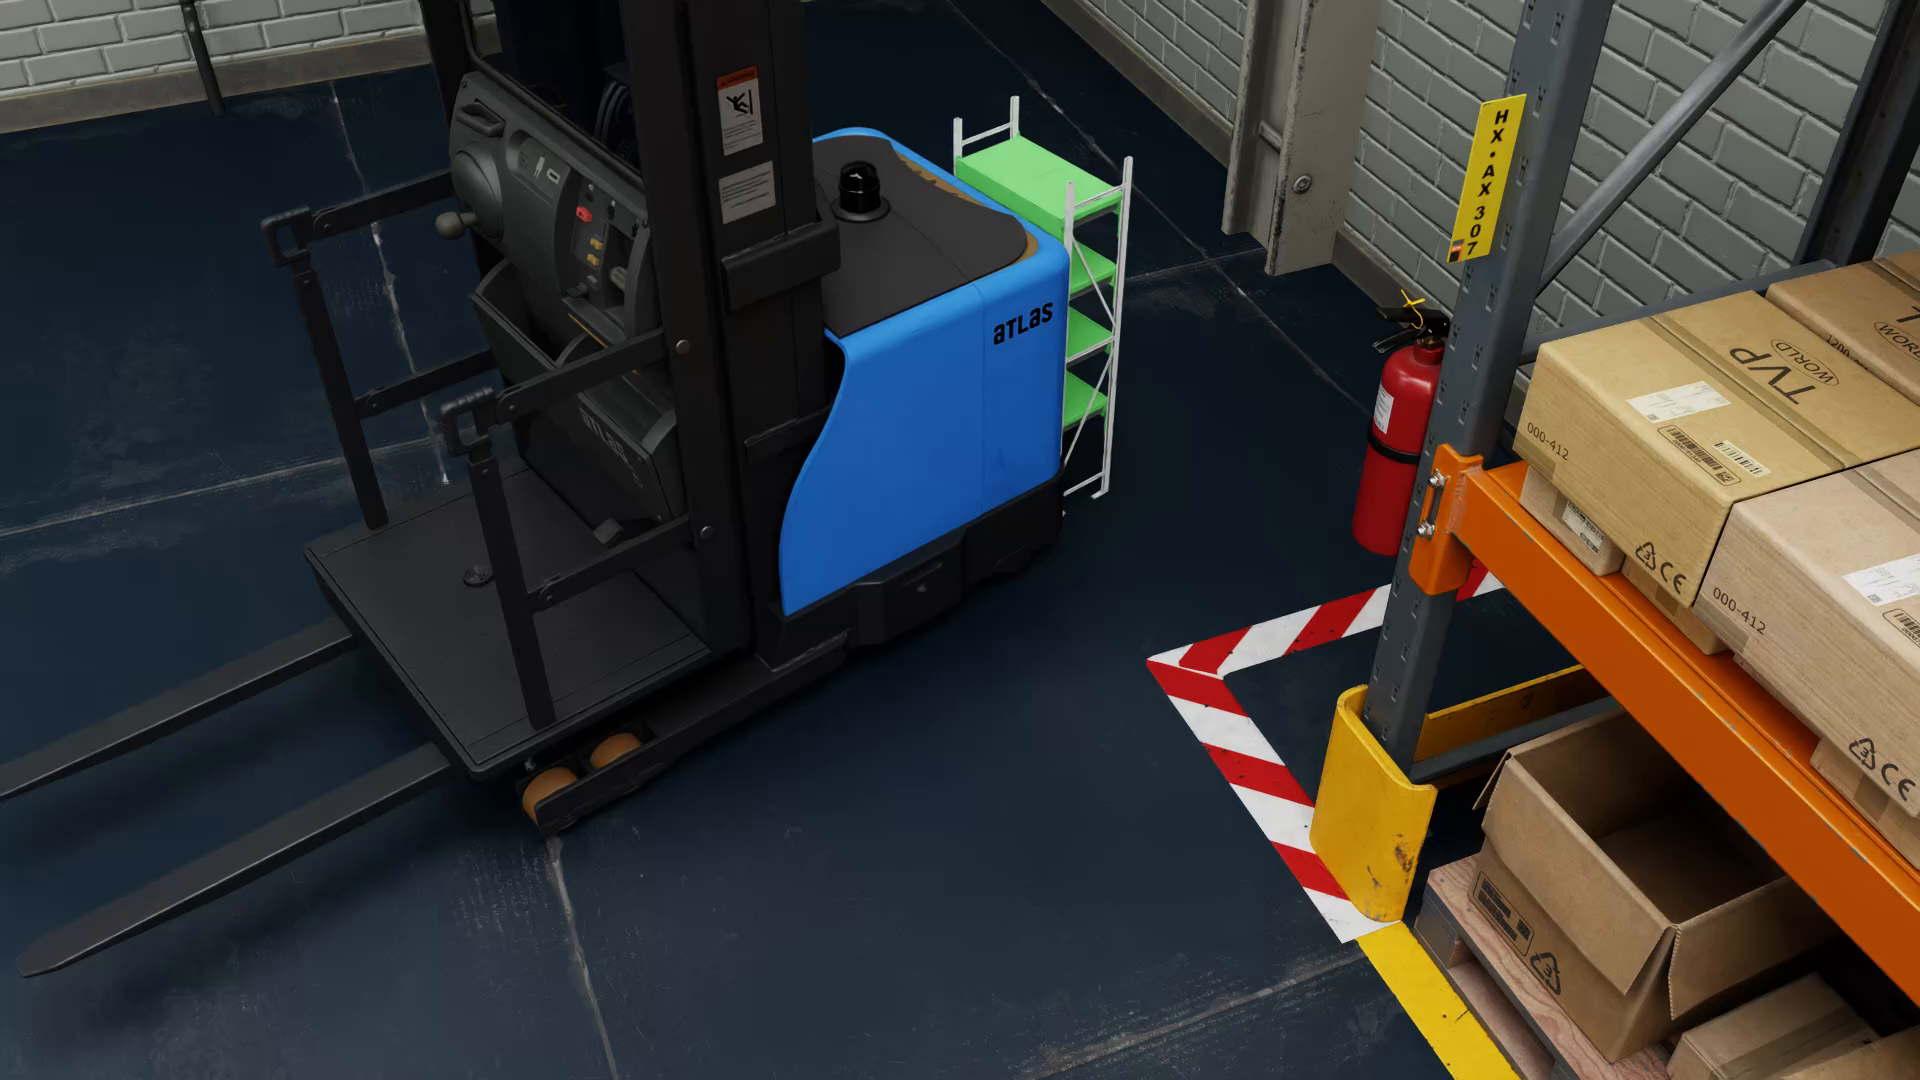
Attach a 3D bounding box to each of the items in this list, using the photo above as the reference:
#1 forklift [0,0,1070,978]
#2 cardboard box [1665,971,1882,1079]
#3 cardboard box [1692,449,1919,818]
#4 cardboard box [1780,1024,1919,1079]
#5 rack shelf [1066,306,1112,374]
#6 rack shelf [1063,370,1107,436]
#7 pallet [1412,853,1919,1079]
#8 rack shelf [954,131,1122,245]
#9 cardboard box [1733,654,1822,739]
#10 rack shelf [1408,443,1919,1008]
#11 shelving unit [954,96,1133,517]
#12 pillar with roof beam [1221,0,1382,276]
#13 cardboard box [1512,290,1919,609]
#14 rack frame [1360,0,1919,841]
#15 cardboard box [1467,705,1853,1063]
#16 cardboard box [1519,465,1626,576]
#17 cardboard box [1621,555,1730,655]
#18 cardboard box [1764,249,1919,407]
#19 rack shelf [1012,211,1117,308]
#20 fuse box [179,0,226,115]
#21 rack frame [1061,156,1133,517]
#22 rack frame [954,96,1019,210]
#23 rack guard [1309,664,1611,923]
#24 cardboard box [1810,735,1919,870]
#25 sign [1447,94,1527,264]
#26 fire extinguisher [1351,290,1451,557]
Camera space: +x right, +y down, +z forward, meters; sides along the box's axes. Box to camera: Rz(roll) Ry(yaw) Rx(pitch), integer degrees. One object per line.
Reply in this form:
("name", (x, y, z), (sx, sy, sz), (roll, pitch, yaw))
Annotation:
("forklift", (-1.148, -0.741, 3.863), (3.031, 2.935, 1.130), (-28, 48, -28))
("cardboard box", (1.741, 1.114, 3.519), (0.380, 0.149, 0.250), (-17, 43, -19))
("cardboard box", (1.586, 0.123, 2.694), (0.500, 0.250, 0.500), (-15, 43, -16))
("cardboard box", (1.906, 1.240, 3.103), (0.700, 0.500, 0.500), (-13, 42, -15))
("rack shelf", (0.233, -0.642, 5.175), (0.258, 0.148, 0.480), (-28, 48, -29))
("rack shelf", (0.233, -0.460, 5.331), (0.258, 0.148, 0.480), (-28, 48, -29))
("pallet", (1.803, 1.117, 3.789), (1.003, 0.211, 1.213), (-15, 43, -17))
("rack shelf", (0.233, -1.006, 4.862), (0.258, 0.148, 0.480), (-28, 48, -29))
("cardboard box", (1.613, 0.187, 2.924), (0.380, 0.149, 0.250), (-16, 43, -17))
("rack shelf", (2.234, 1.012, 2.324), (1.077, 0.370, 4.000), (-15, 43, -17))
("shelving unit", (0.233, -0.691, 5.133), (0.258, 1.200, 0.503), (-28, 48, -29))
("pillar with roof beam", (-2.708, -3.515, 2.436), (9.100, 9.000, 0.400), (-15, 43, -17))
("cardboard box", (1.393, -0.181, 3.047), (0.500, 0.250, 0.500), (-15, 43, -17))
("rack frame", (1.468, -0.466, 3.491), (1.000, 3.000, 0.127), (-15, 43, -17))
("cardboard box", (1.615, 0.714, 3.712), (0.797, 0.503, 0.637), (-17, 43, -19))
("cardboard box", (1.341, -0.104, 3.263), (0.380, 0.149, 0.250), (-15, 43, -17))
("cardboard box", (1.481, 0.038, 3.098), (0.380, 0.149, 0.250), (-14, 43, -16))
("cardboard box", (1.889, -0.311, 3.198), (0.500, 0.250, 0.500), (-14, 43, -16))
("rack shelf", (0.233, -0.824, 5.018), (0.258, 0.148, 0.480), (-28, 48, -29))
("fuse box", (-3.299, -2.564, 6.919), (0.539, 1.711, 0.414), (-15, 43, -17))
("rack frame", (0.388, -0.568, 4.990), (0.240, 1.200, 0.015), (-28, 48, -29))
("rack frame", (0.078, -0.814, 5.276), (0.240, 1.200, 0.015), (-28, 48, -29))
("rack guard", (1.497, 0.528, 4.253), (1.175, 0.500, 0.348), (-15, 43, -17))
("cardboard box", (1.653, 0.355, 2.729), (0.380, 0.149, 0.250), (-14, 43, -16))
("sign", (0.967, -0.658, 3.051), (0.100, 0.325, 0.005), (-15, 43, -17))
("fire extinguisher", (0.985, -0.268, 3.607), (0.296, 0.674, 0.183), (-15, 43, -17))
